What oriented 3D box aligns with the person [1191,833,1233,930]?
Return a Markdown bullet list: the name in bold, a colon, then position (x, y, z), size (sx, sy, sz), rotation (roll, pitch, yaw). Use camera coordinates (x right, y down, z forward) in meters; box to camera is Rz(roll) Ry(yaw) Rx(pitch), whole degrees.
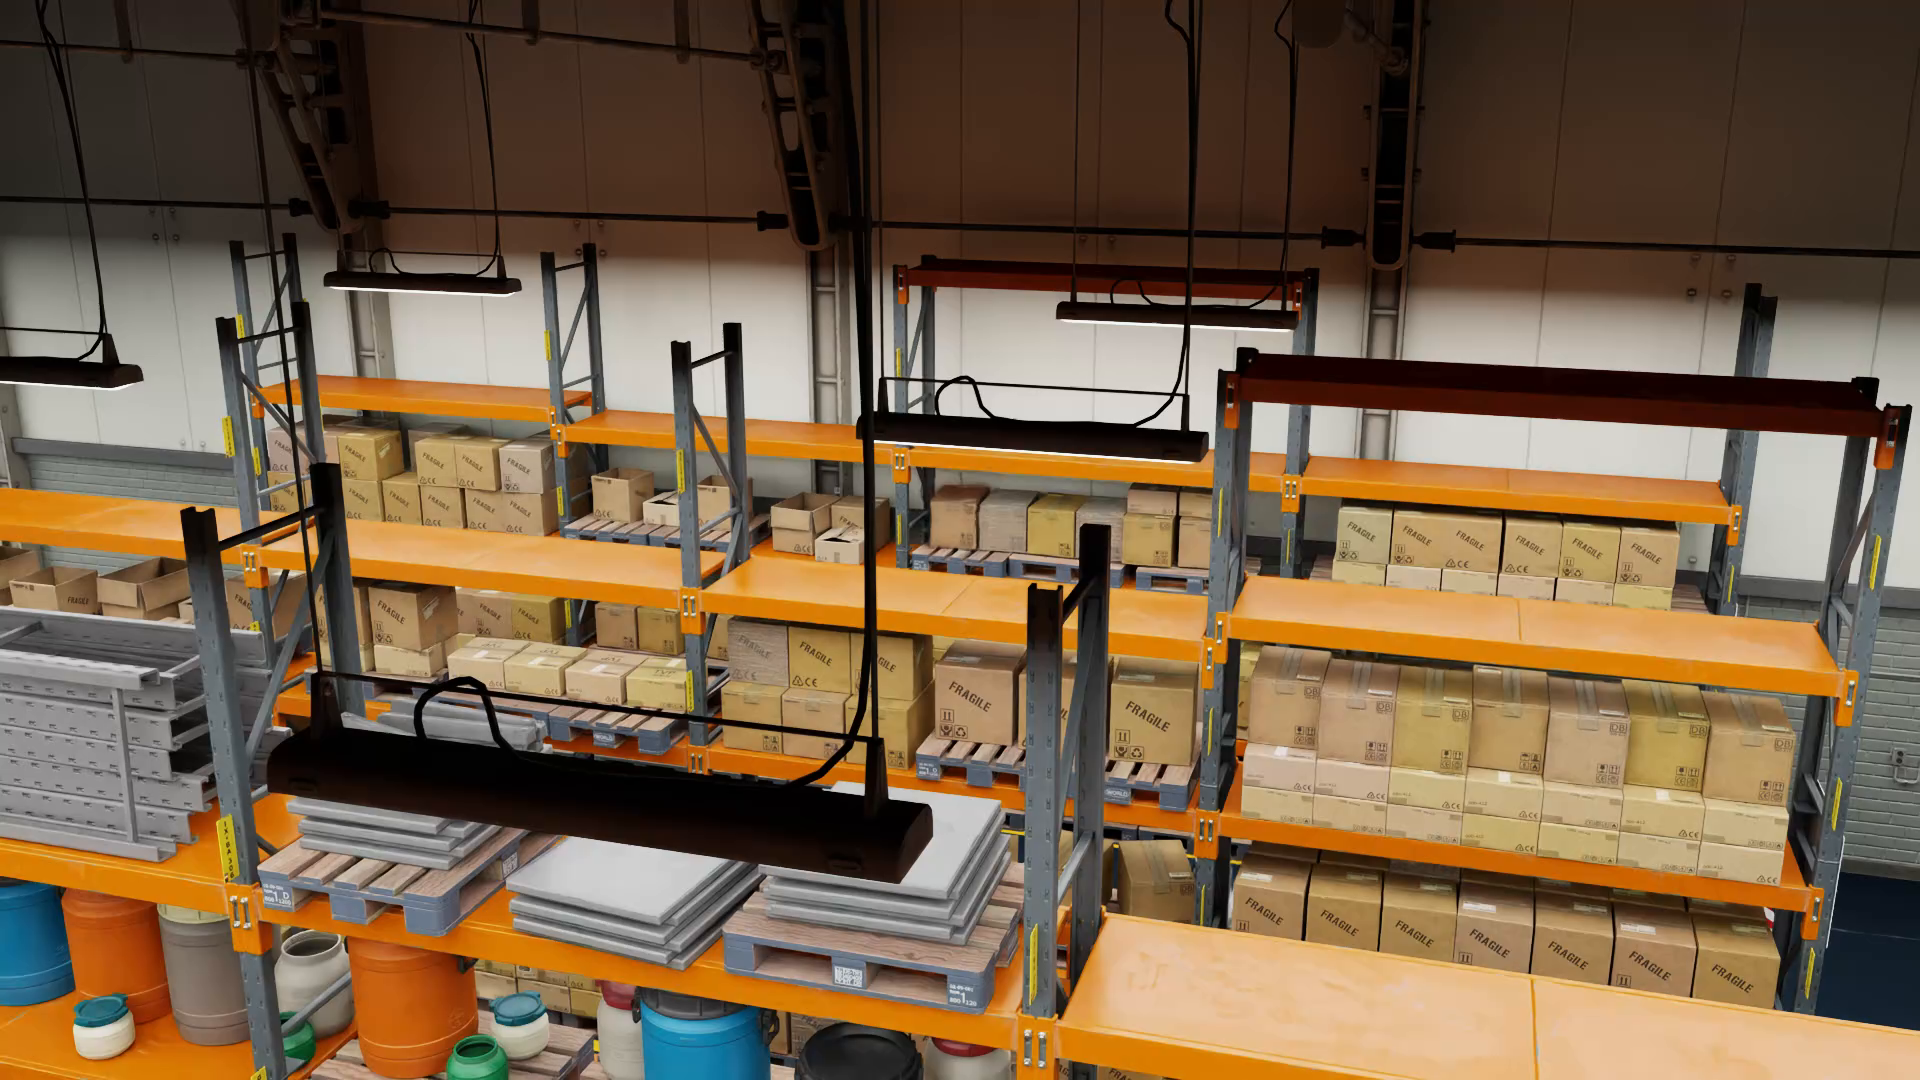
- **person**: position (2.247, 3.273, 14.507), size (0.739, 1.611, 0.619), rotation (9, 18, 28)
